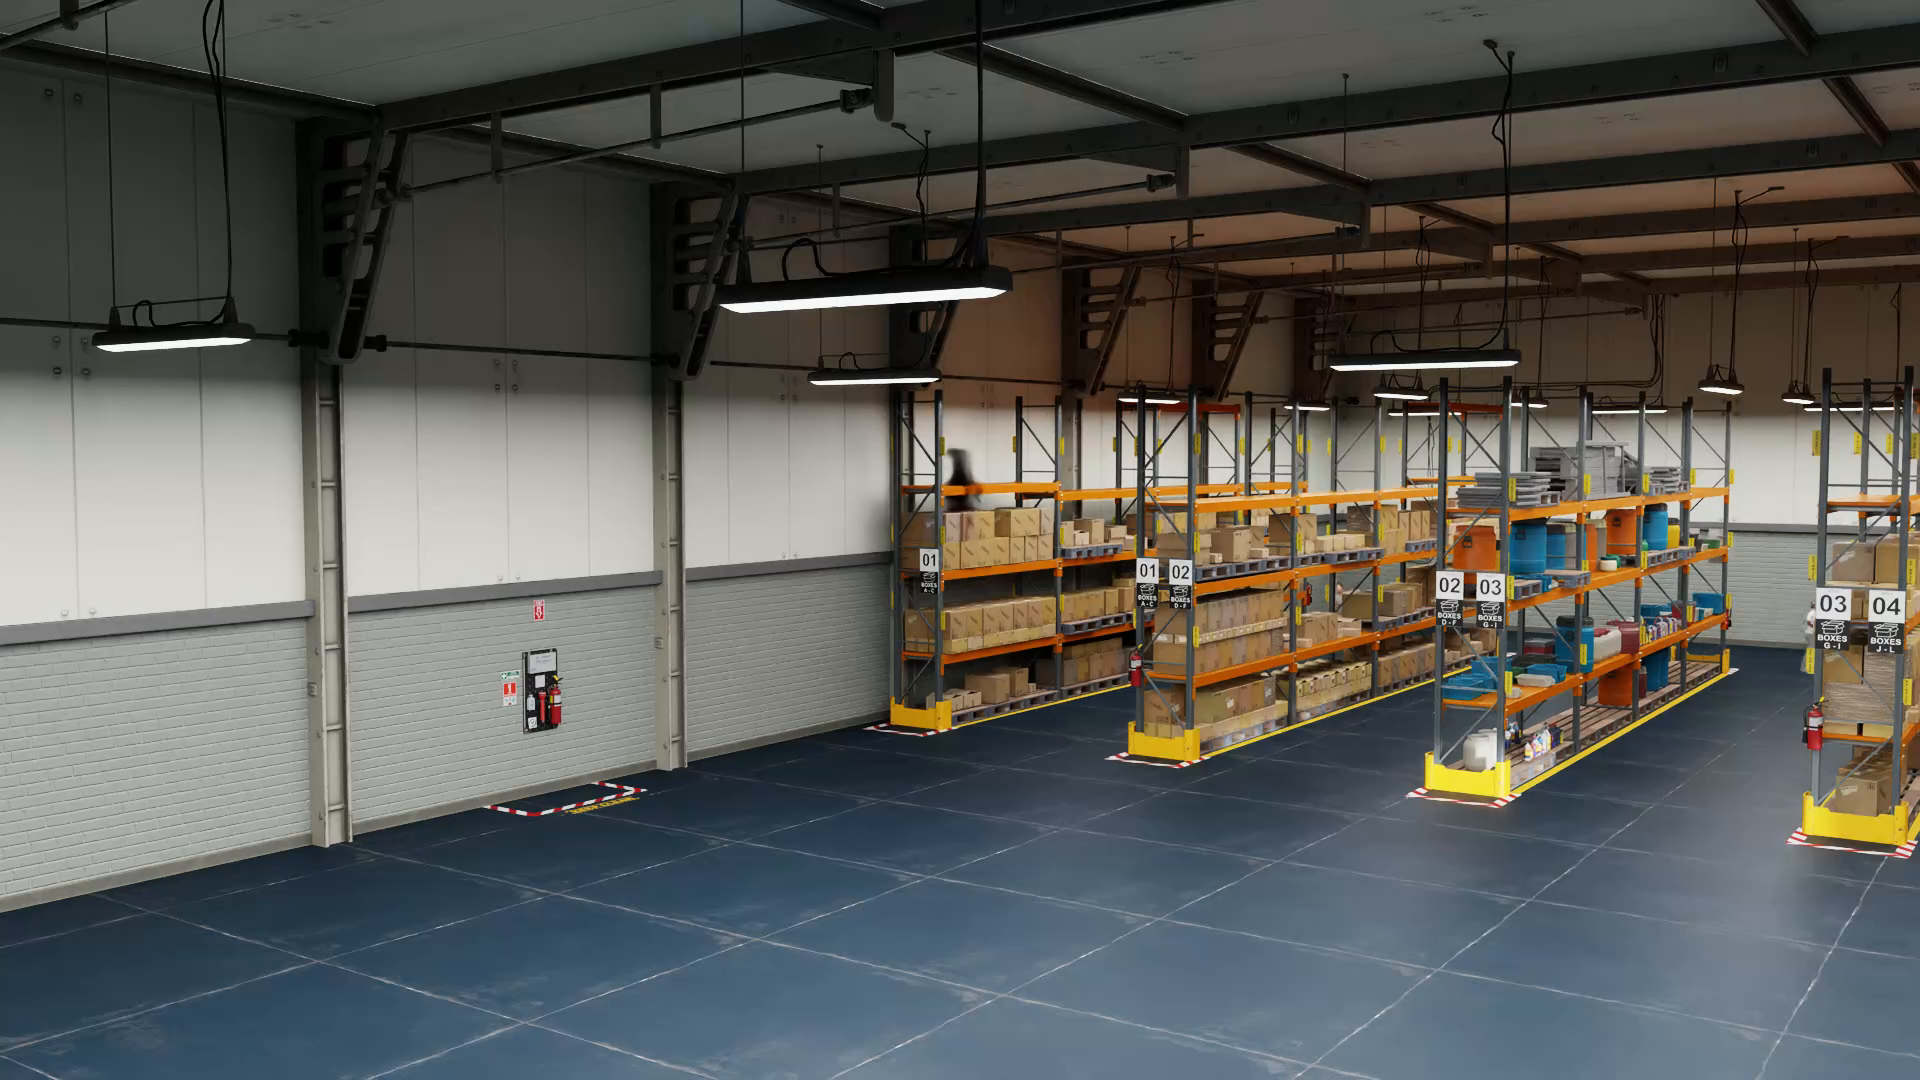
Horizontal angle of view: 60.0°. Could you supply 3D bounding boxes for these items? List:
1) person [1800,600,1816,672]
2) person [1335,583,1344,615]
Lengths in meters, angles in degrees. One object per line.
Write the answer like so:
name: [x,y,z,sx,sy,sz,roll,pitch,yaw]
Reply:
person: [19.051,2.110,36.994,0.686,1.637,0.521,-3,4,-42]
person: [9.515,1.873,41.209,0.662,1.632,0.650,2,4,27]
